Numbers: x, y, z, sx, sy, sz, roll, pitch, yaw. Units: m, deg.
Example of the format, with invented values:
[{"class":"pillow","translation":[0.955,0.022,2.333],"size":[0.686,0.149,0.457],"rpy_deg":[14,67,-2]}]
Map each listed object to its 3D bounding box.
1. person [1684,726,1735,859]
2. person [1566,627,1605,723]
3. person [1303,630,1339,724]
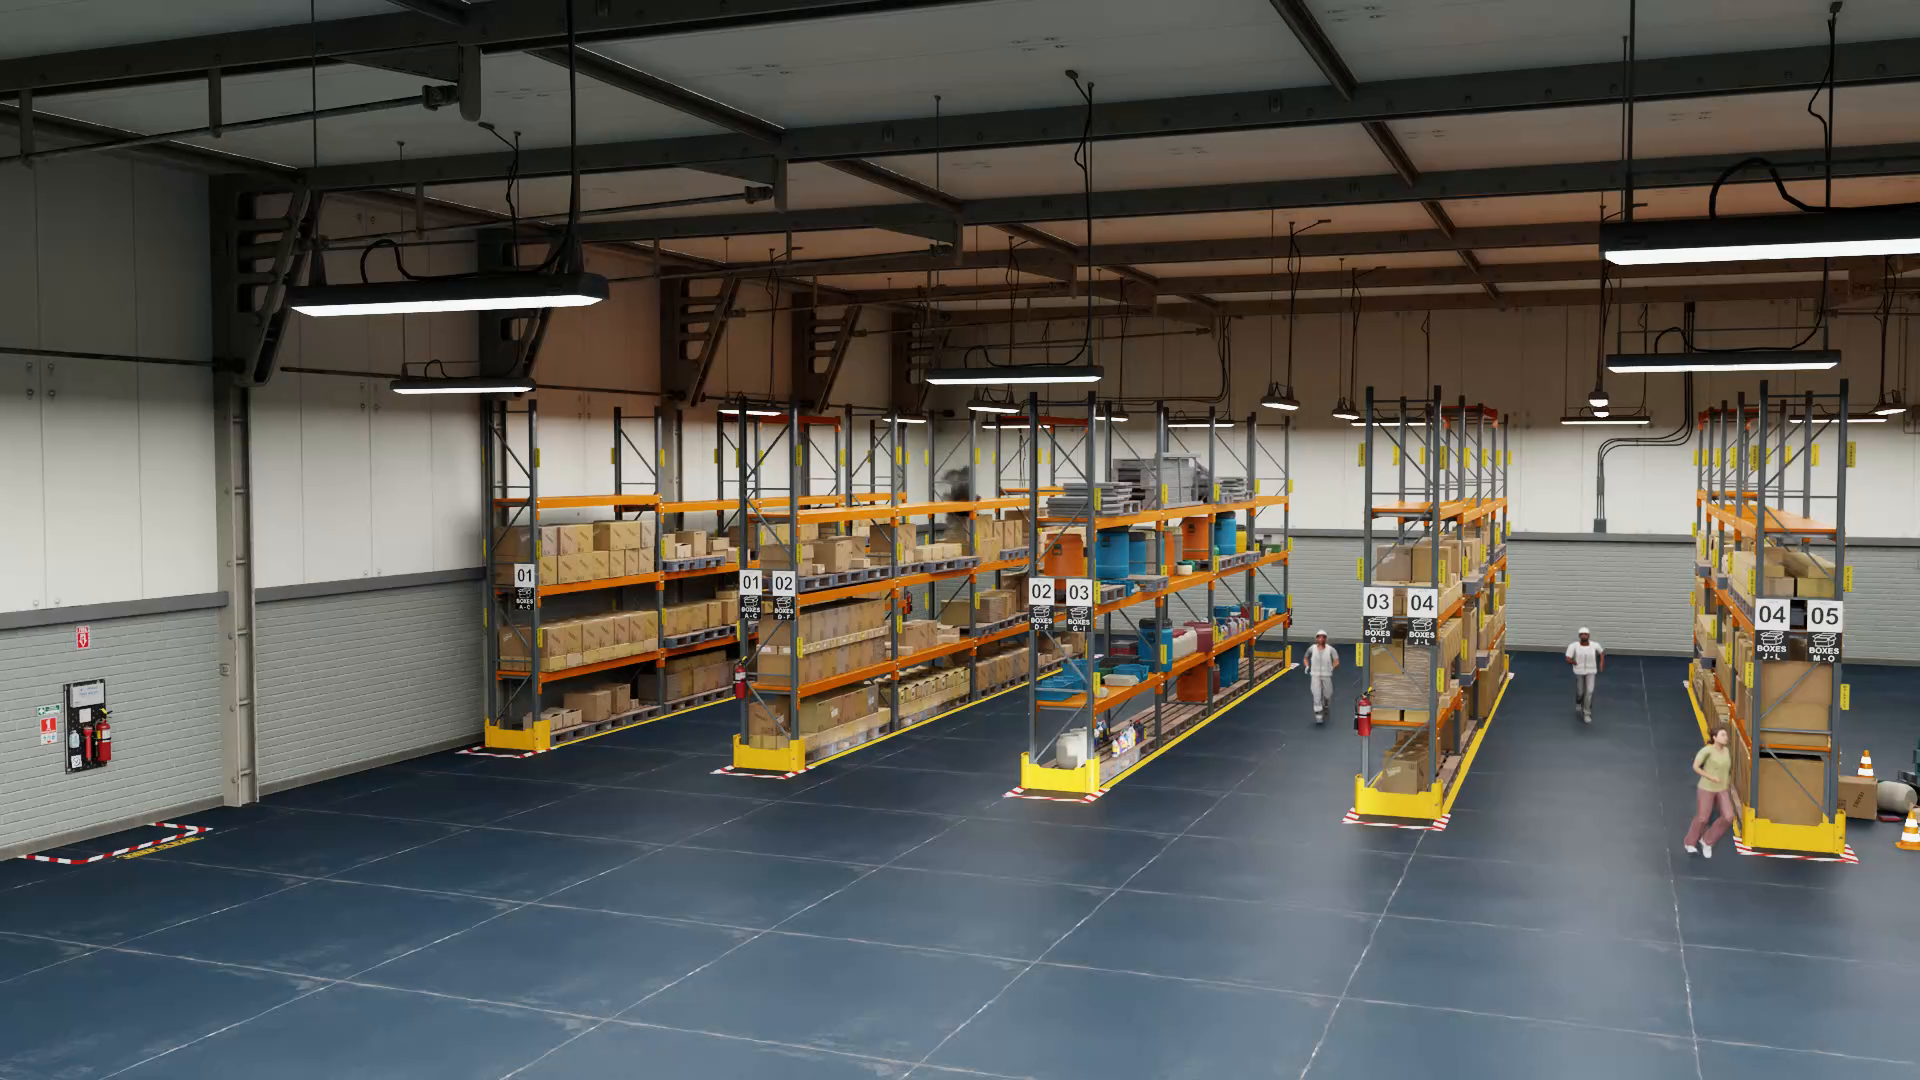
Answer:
[{"class":"person","translation":[9.452,3.143,20.843],"size":[0.603,1.644,0.626],"rpy_deg":[-1,3,-11]},{"class":"person","translation":[11.958,2.555,31.811],"size":[0.711,1.765,0.979],"rpy_deg":[1,3,18]},{"class":"person","translation":[6.822,2.579,31.450],"size":[0.661,1.746,0.756],"rpy_deg":[1,3,13]}]
